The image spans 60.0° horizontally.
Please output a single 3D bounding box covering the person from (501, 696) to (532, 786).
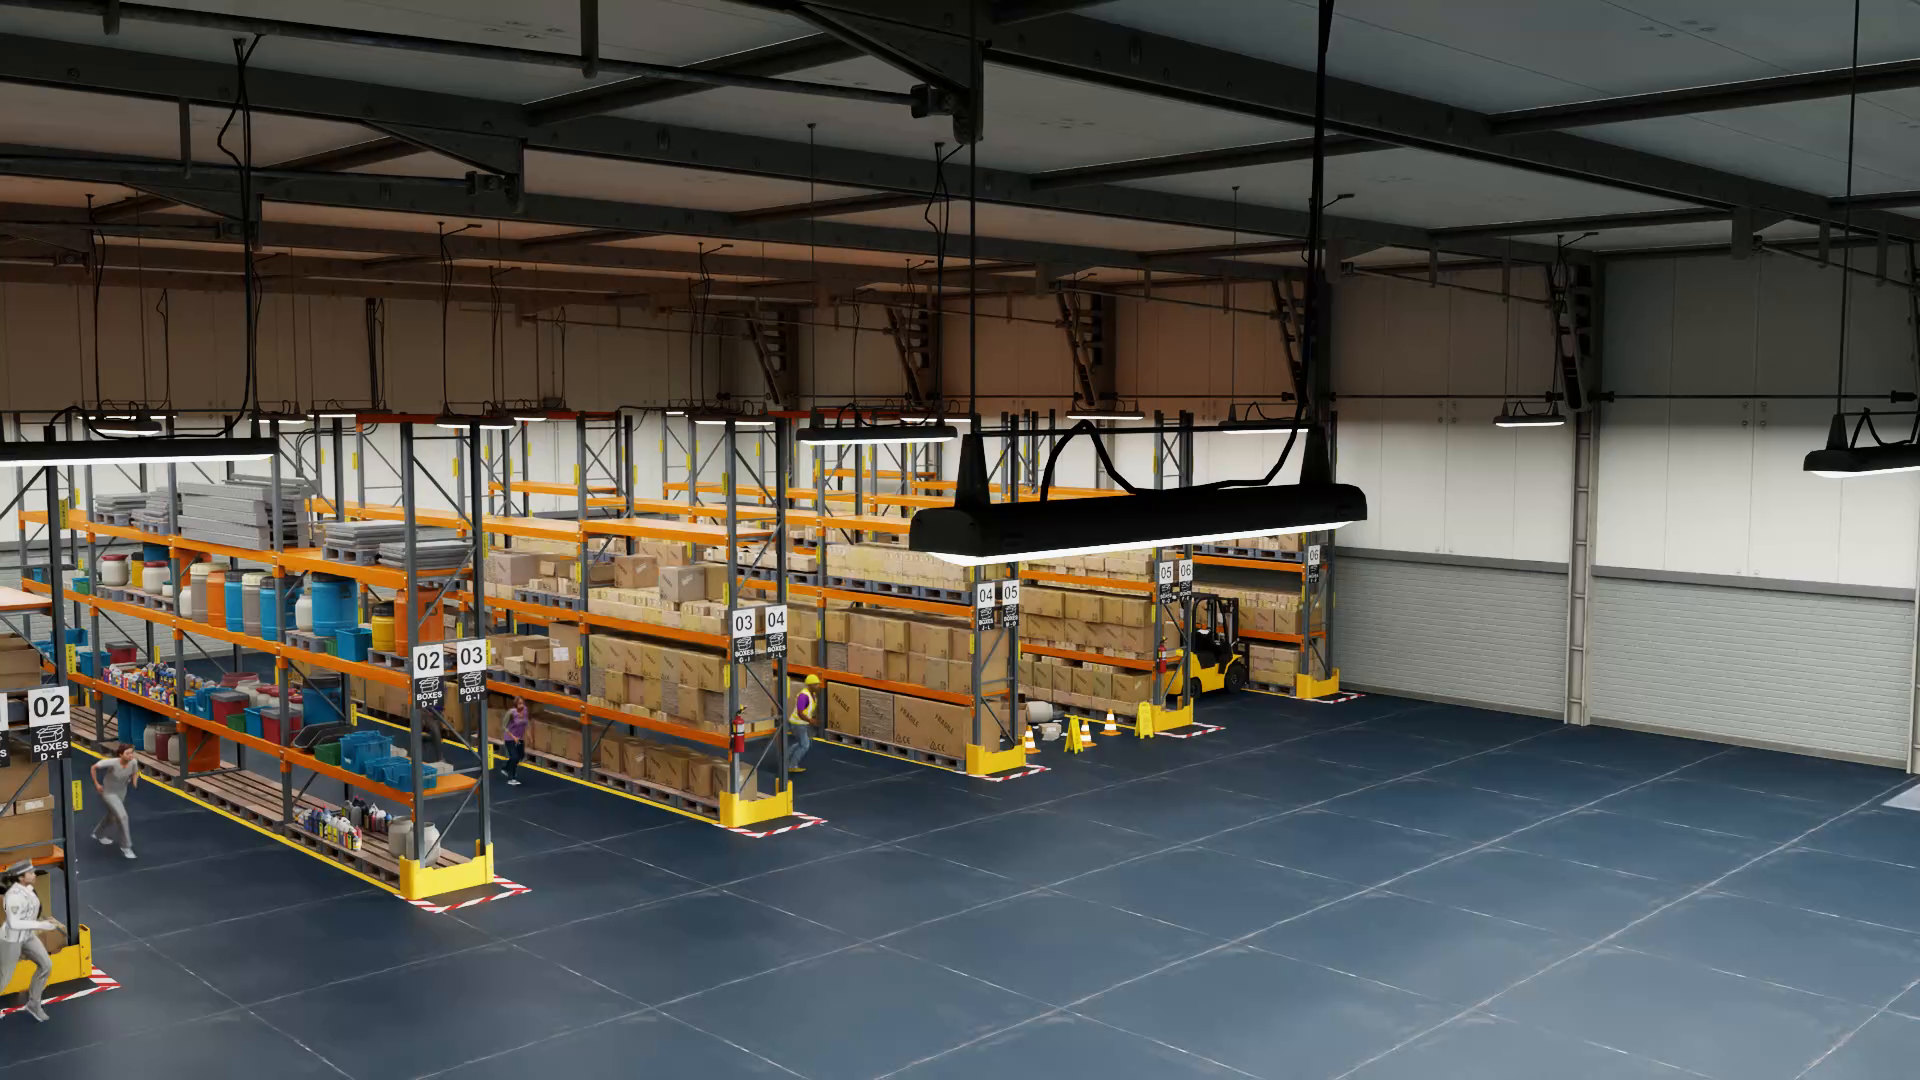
[{"bbox_3d":[-7.284,3.237,27.034,0.738,1.503,0.519,3,6,35],"label":"person"}]

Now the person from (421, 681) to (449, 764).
[{"bbox_3d":[-9.117,3.088,28.652,0.830,1.598,0.572,4,7,41],"label":"person"}]

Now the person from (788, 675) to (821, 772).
[{"bbox_3d":[-2.688,3.077,27.954,0.784,1.658,0.675,1,5,8],"label":"person"}]

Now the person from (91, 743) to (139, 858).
[{"bbox_3d":[-11.727,3.570,22.966,0.947,1.628,0.612,3,6,33],"label":"person"}]

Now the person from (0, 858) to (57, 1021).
[{"bbox_3d":[-9.503,4.058,16.755,0.826,1.724,0.535,0,5,-6],"label":"person"}]
